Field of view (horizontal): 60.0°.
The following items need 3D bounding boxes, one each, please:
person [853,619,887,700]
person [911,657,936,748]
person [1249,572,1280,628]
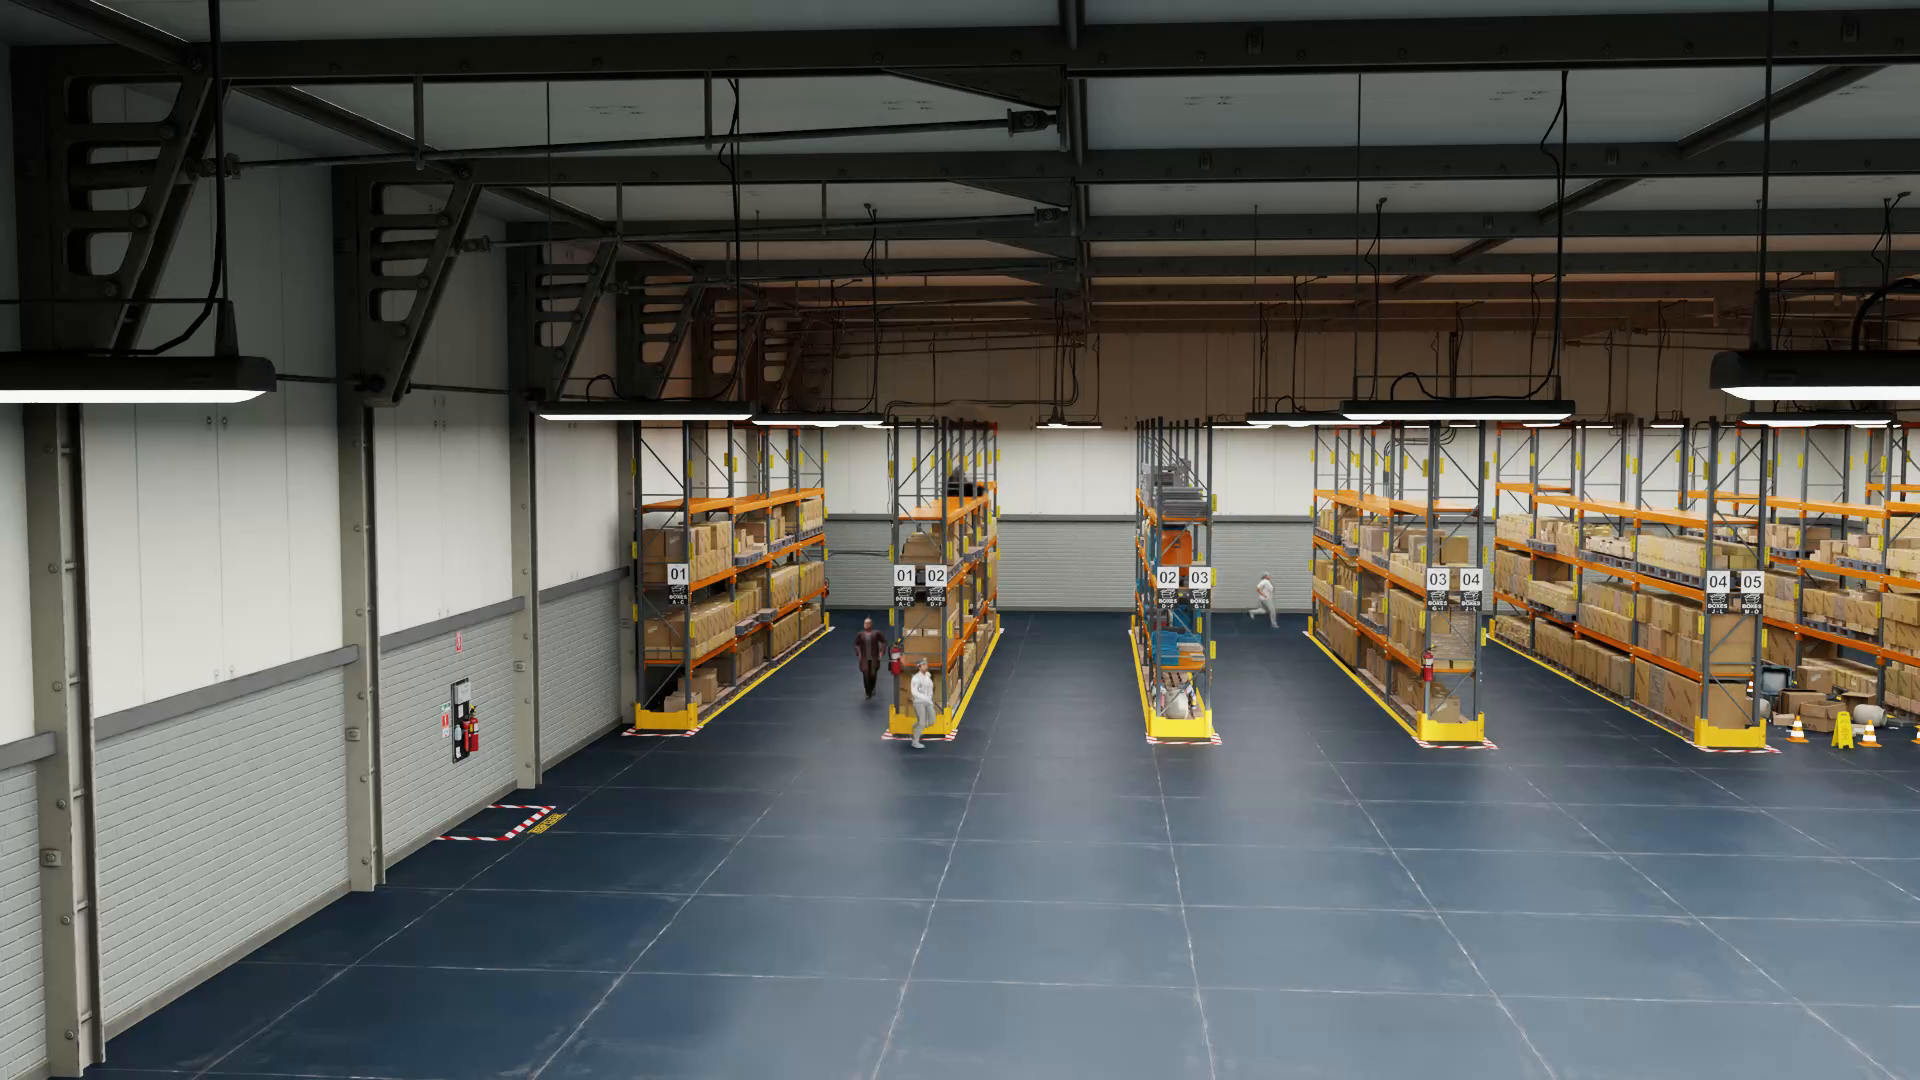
[{"bbox_3d":[-1.937,2.545,35.431,0.707,1.739,0.566,0,4,5],"label":"person"},{"bbox_3d":[-0.645,2.936,30.080,0.605,1.655,0.644,3,5,43],"label":"person"},{"bbox_3d":[8.937,1.753,48.780,0.979,1.661,0.588,1,4,21],"label":"person"}]
